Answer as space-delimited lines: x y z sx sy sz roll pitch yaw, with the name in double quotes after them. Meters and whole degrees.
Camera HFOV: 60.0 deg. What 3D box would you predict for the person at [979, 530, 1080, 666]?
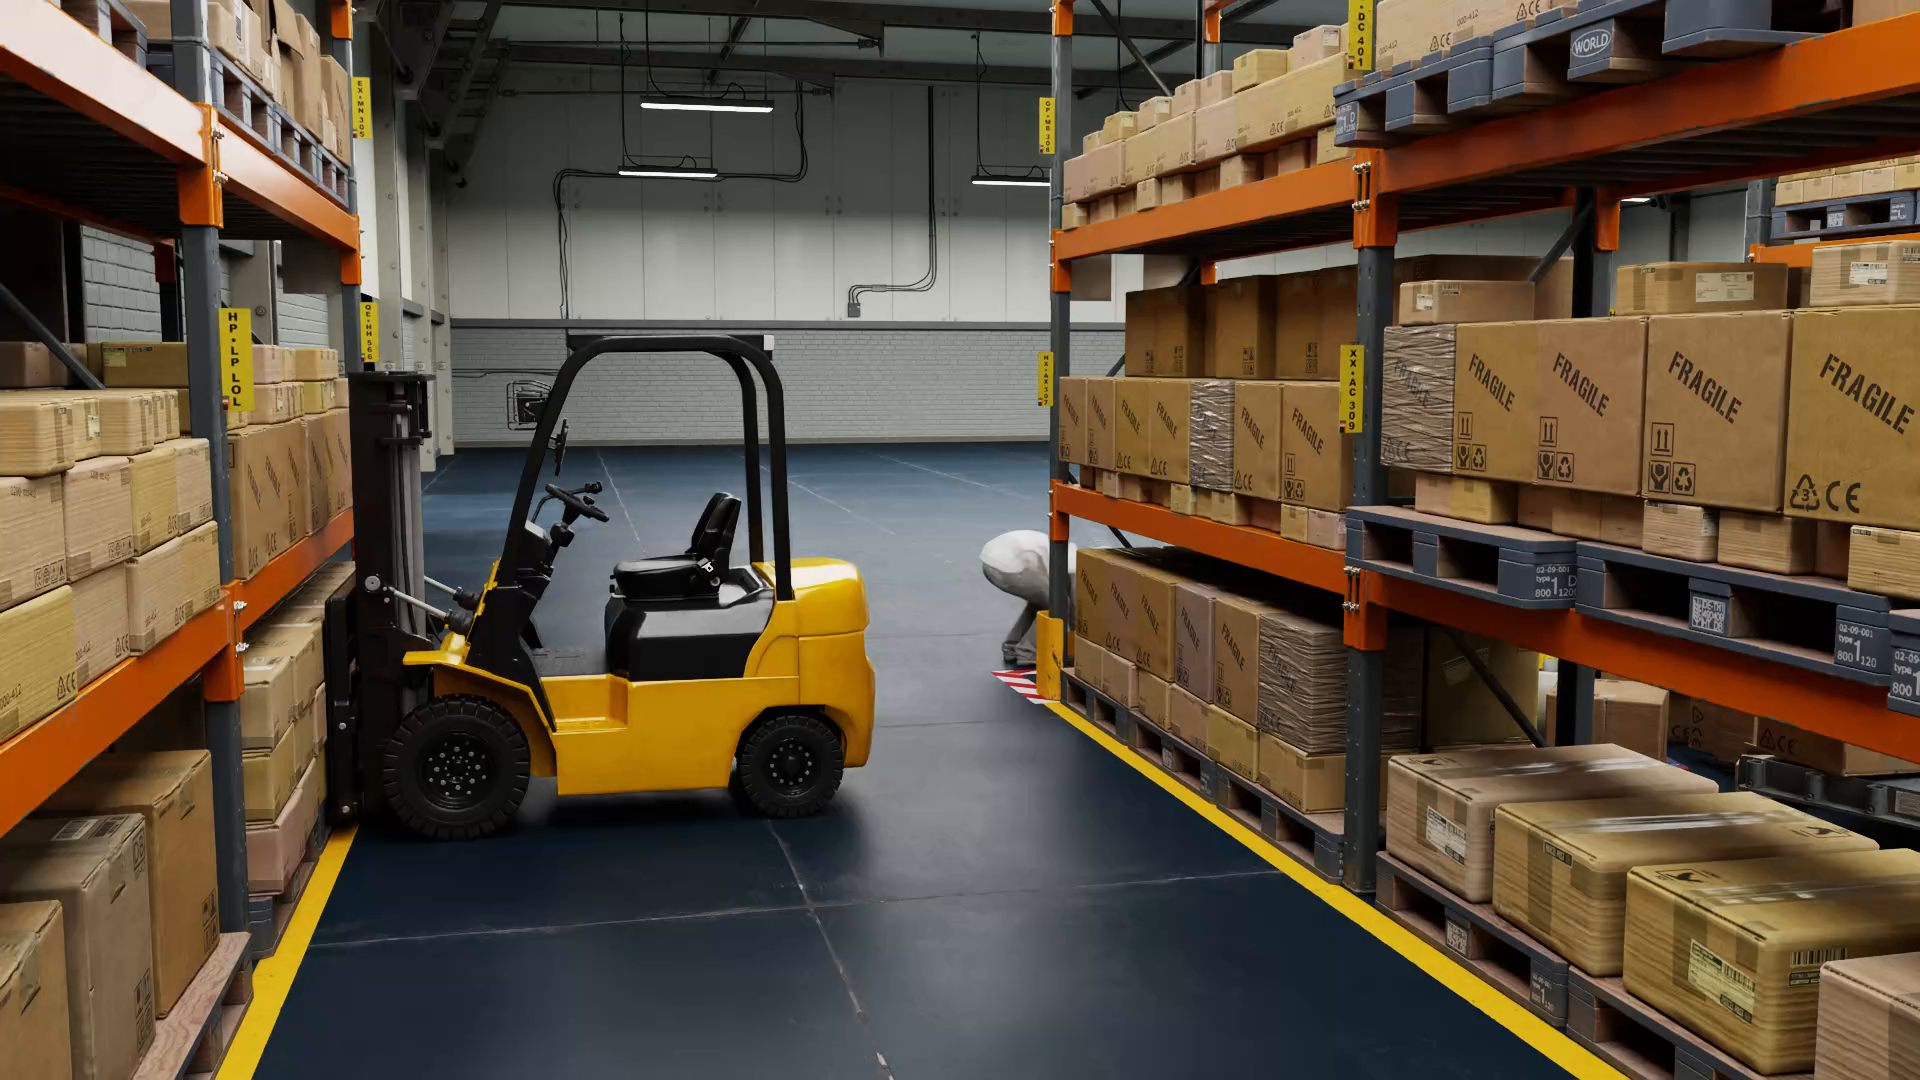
0.635 0.384 11.333 1.000 0.915 0.511 -1 6 -11 "person"
